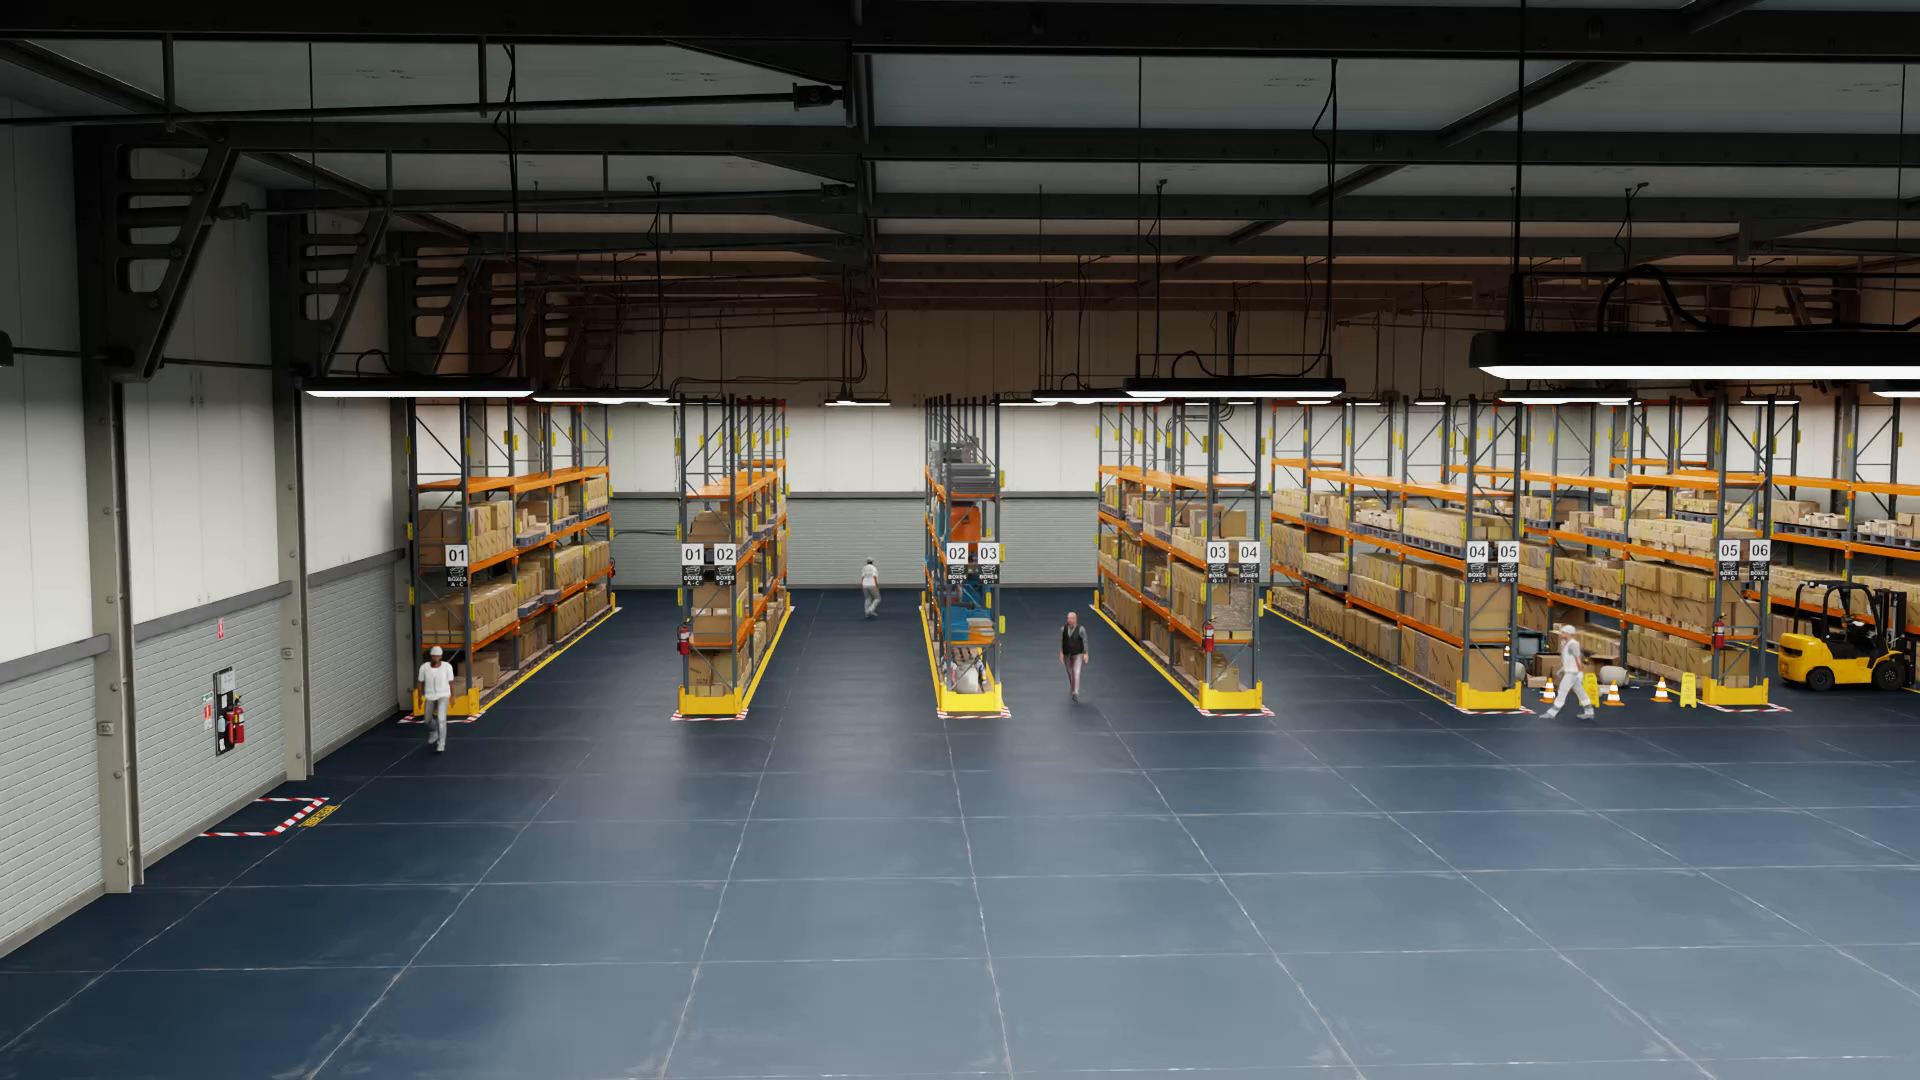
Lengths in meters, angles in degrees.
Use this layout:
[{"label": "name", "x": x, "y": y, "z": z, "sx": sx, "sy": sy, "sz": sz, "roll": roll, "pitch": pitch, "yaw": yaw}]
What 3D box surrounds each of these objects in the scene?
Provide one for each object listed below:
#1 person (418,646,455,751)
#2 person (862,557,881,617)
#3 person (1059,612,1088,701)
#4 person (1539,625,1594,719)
[{"label": "person", "x": -8.811, "y": 2.644, "z": 27.961, "sx": 0.584, "sy": 1.748, "sz": 0.866, "roll": -1, "pitch": 5, "yaw": -8}, {"label": "person", "x": -2.467, "y": 1.292, "z": 45.658, "sx": 0.537, "sy": 1.663, "sz": 0.499, "roll": 3, "pitch": 5, "yaw": 34}, {"label": "person", "x": 2.199, "y": 2.271, "z": 32.746, "sx": 0.576, "sy": 1.679, "sz": 0.886, "roll": 2, "pitch": 5, "yaw": 26}, {"label": "person", "x": 11.154, "y": 2.417, "z": 30.542, "sx": 0.994, "sy": 1.723, "sz": 0.584, "roll": 1, "pitch": 5, "yaw": 11}]
